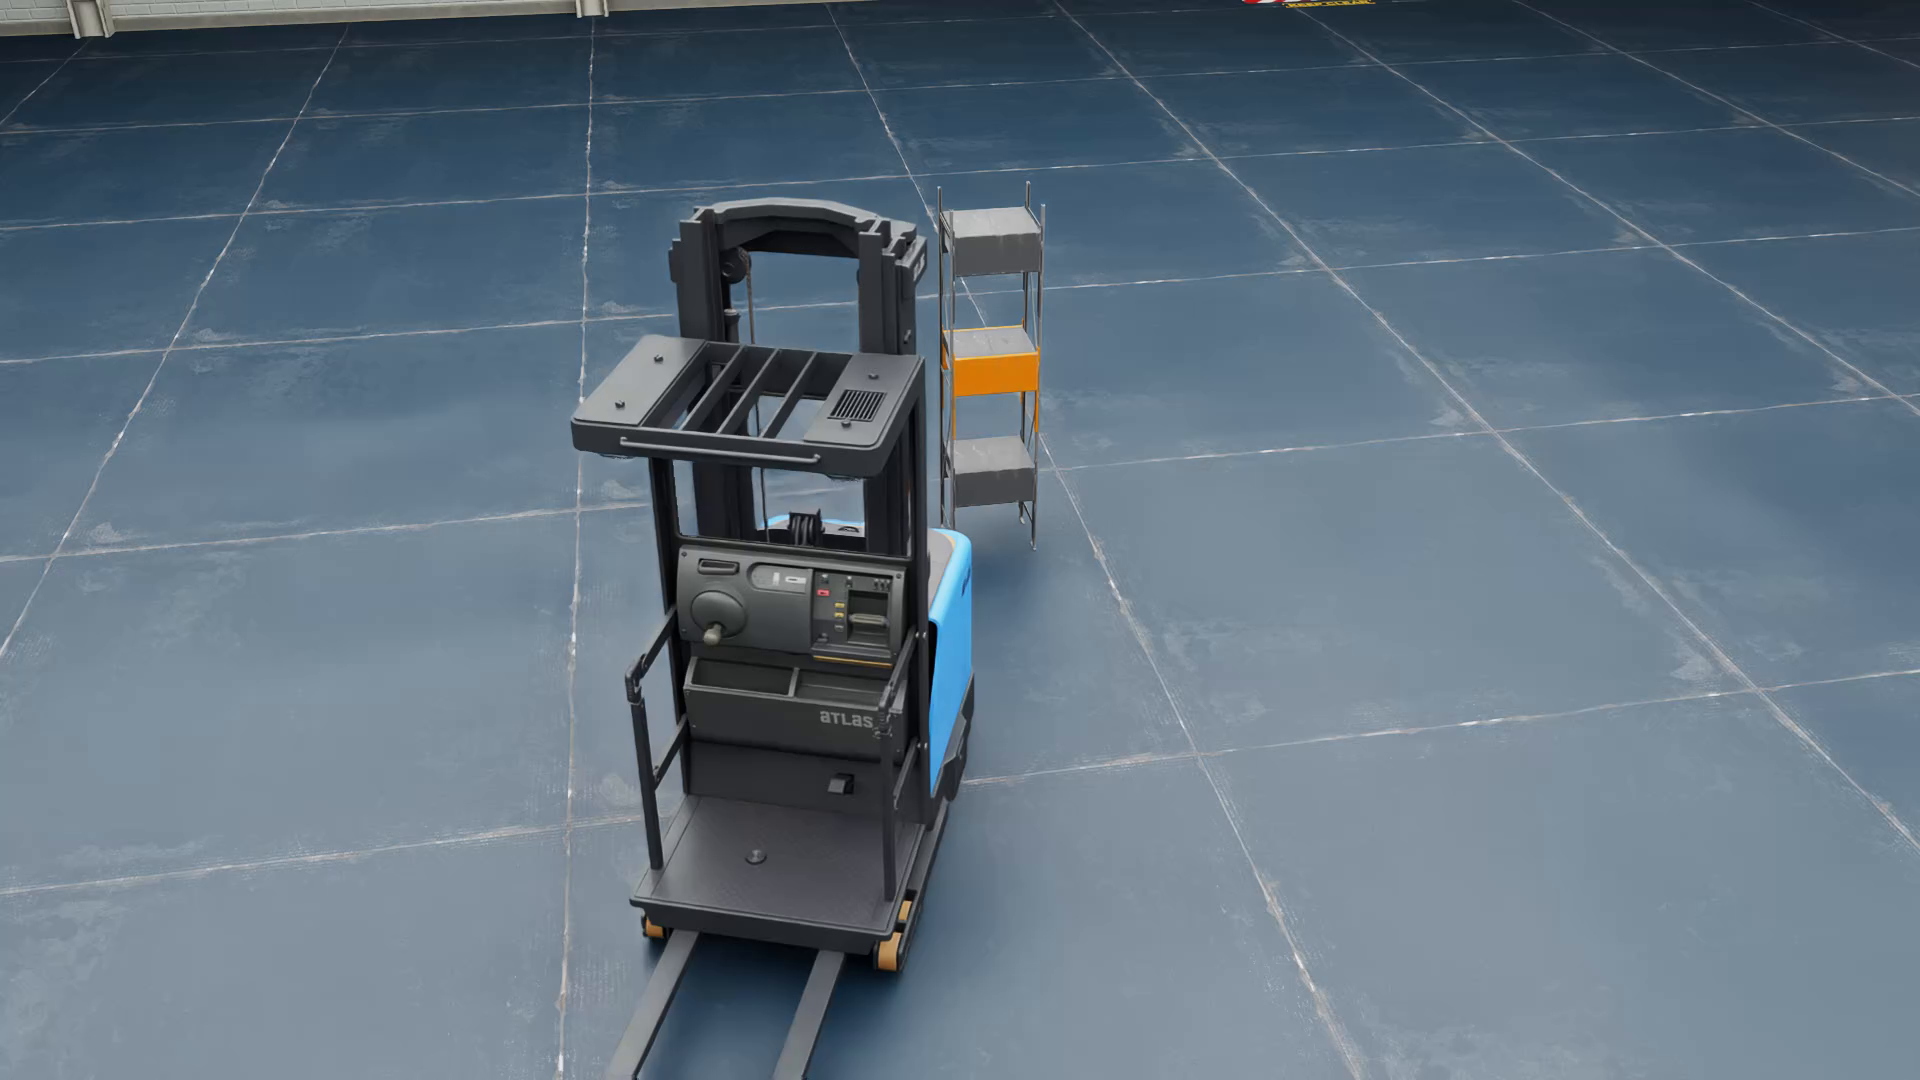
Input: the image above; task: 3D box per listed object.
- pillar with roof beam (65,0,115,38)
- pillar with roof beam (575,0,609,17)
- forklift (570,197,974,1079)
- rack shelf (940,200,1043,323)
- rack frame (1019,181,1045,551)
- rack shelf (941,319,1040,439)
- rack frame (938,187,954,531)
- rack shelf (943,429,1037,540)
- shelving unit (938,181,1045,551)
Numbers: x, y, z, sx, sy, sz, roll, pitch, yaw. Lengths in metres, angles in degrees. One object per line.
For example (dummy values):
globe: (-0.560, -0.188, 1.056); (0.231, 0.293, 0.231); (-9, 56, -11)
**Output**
pillar with roof beam: (-9.837, -7.937, 14.484); (0.400, 9.000, 9.100); (-5, 31, -9)
pillar with roof beam: (-3.935, -8.484, 15.416); (0.400, 9.000, 9.100); (-5, 31, -9)
forklift: (-0.716, 0.307, 6.450); (1.130, 2.935, 3.031); (6, 31, 9)
rack shelf: (0.163, -1.512, 9.010); (0.480, 0.518, 0.431); (-5, 31, -9)
rack frame: (0.403, -0.943, 9.396); (0.015, 2.100, 0.400); (-5, 31, -9)
rack shelf: (0.163, -0.908, 9.365); (0.480, 0.518, 0.431); (-5, 31, -9)
rack frame: (-0.077, -0.898, 9.320); (0.015, 2.100, 0.400); (-5, 31, -9)
rack shelf: (0.163, -0.305, 9.720); (0.480, 0.518, 0.431); (-5, 31, -9)
shelving unit: (0.163, -0.920, 9.358); (0.503, 2.100, 0.431); (-5, 31, -9)
